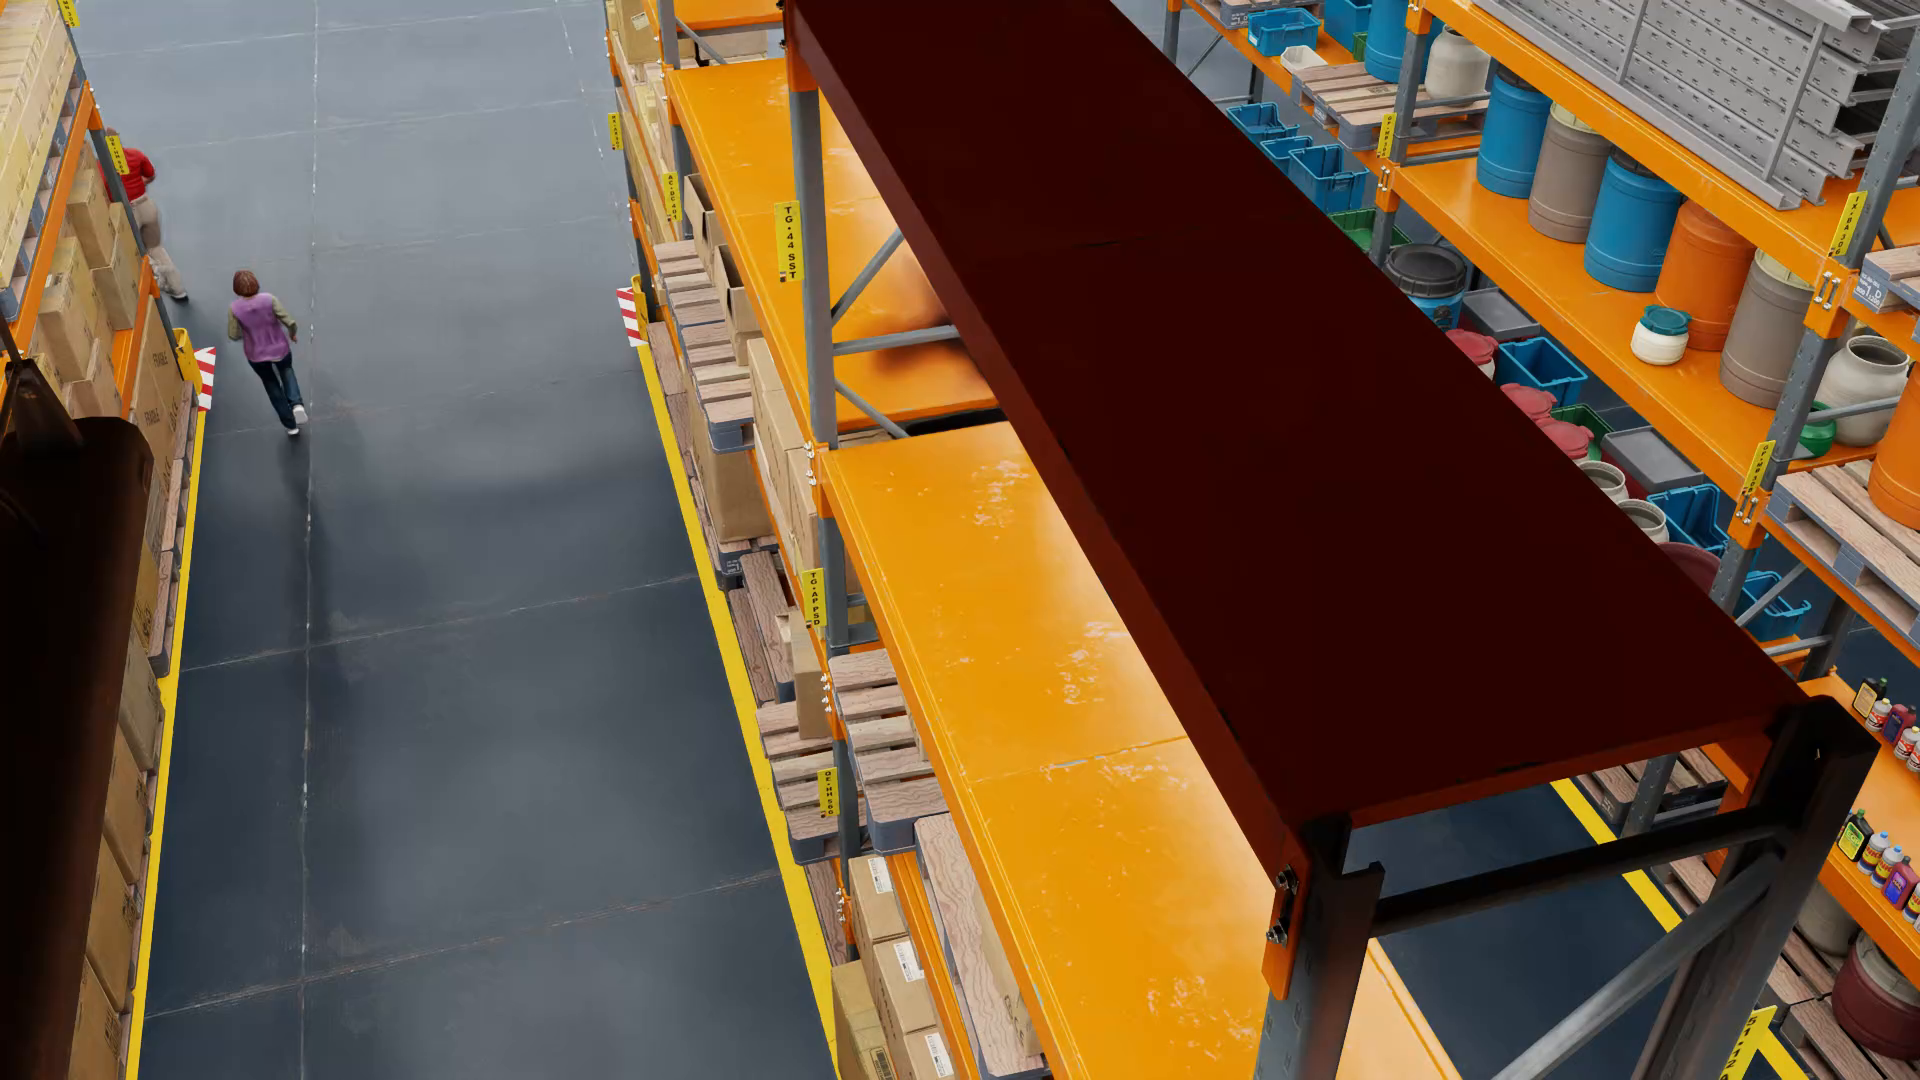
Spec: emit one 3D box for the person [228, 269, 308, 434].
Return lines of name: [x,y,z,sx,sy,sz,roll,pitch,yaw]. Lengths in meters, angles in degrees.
person: [-5.621,-1.547,13.538,0.526,1.536,0.508,-16,41,-19]

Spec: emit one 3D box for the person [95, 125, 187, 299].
person: [-7.641,-2.998,15.262,0.685,1.685,0.697,25,45,28]
